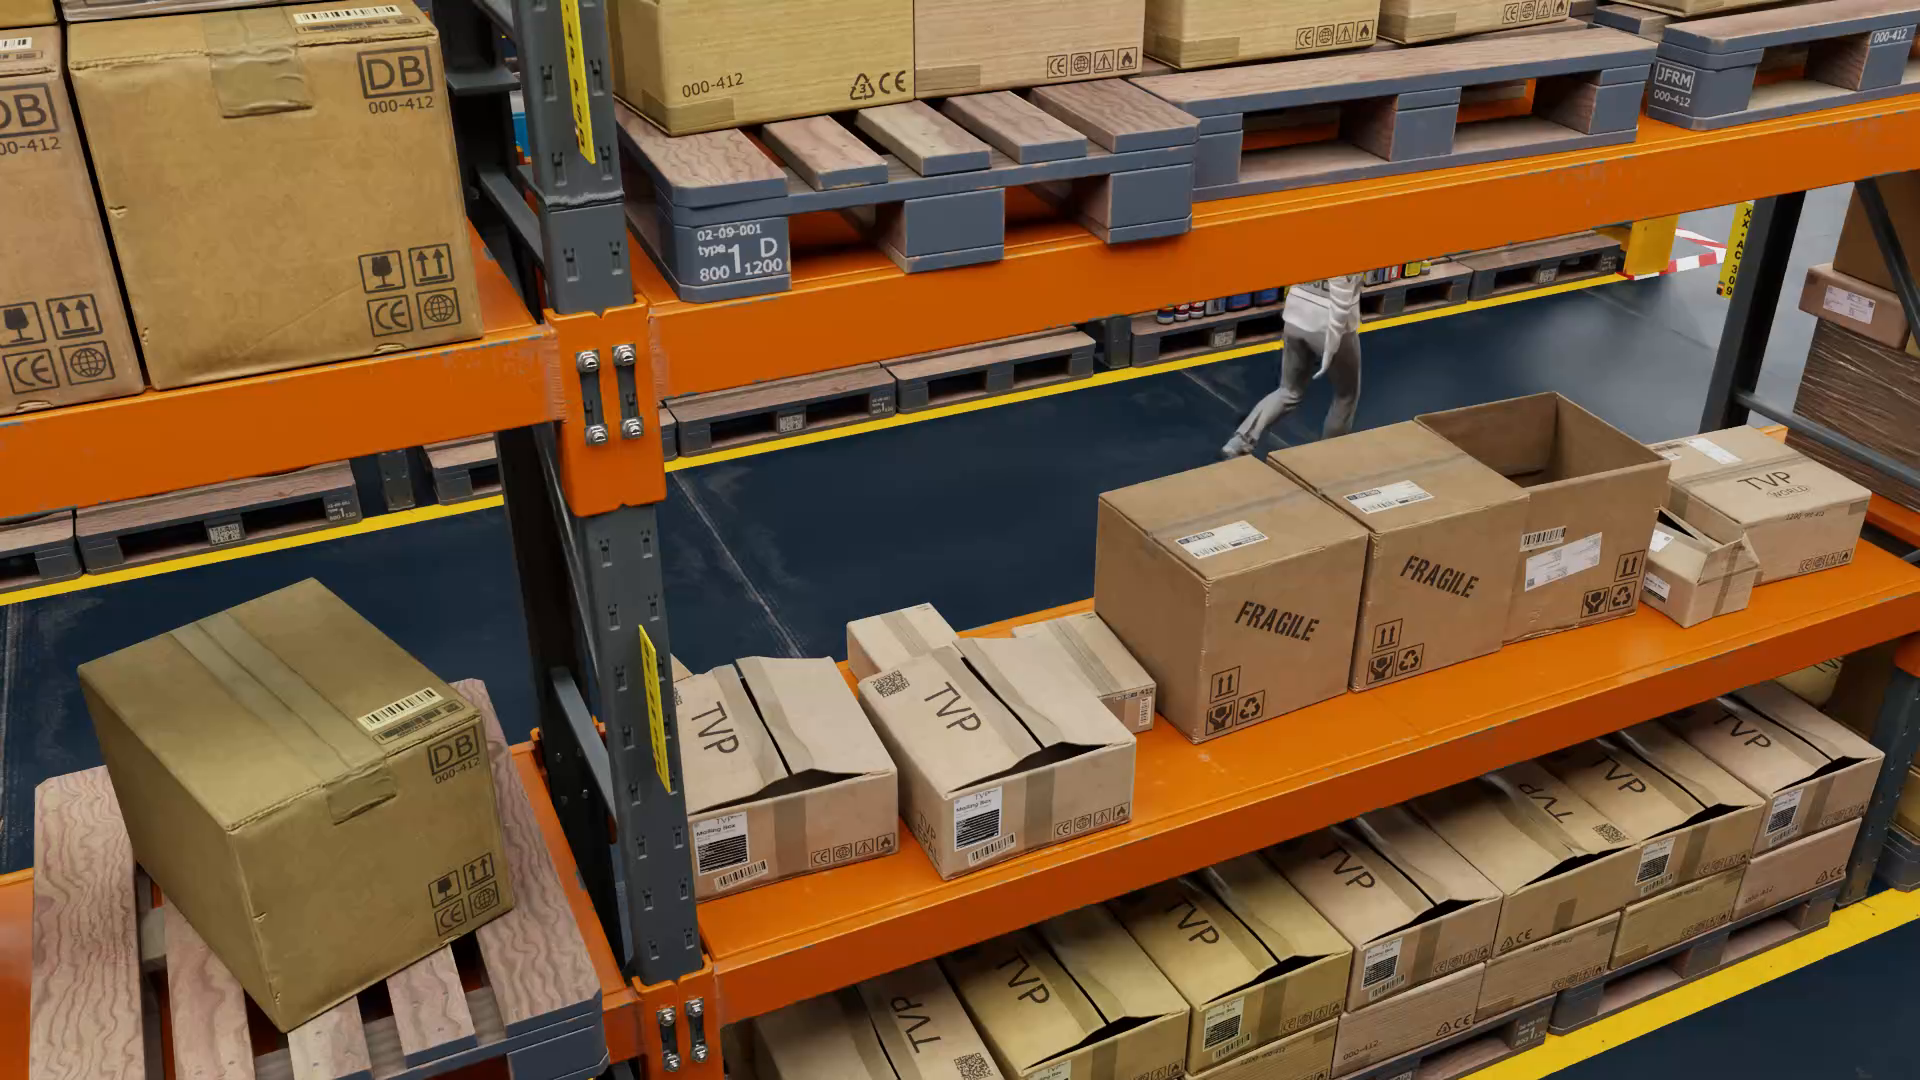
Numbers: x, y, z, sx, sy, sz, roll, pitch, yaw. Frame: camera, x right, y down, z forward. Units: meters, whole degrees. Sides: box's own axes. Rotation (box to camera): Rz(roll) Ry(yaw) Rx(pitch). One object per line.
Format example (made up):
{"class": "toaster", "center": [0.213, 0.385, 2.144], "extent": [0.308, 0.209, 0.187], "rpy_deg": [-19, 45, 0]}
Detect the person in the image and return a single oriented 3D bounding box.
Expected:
{"class": "person", "center": [1.660, -0.997, 7.826], "extent": [0.789, 1.657, 0.483], "rpy_deg": [-19, 35, -30]}
